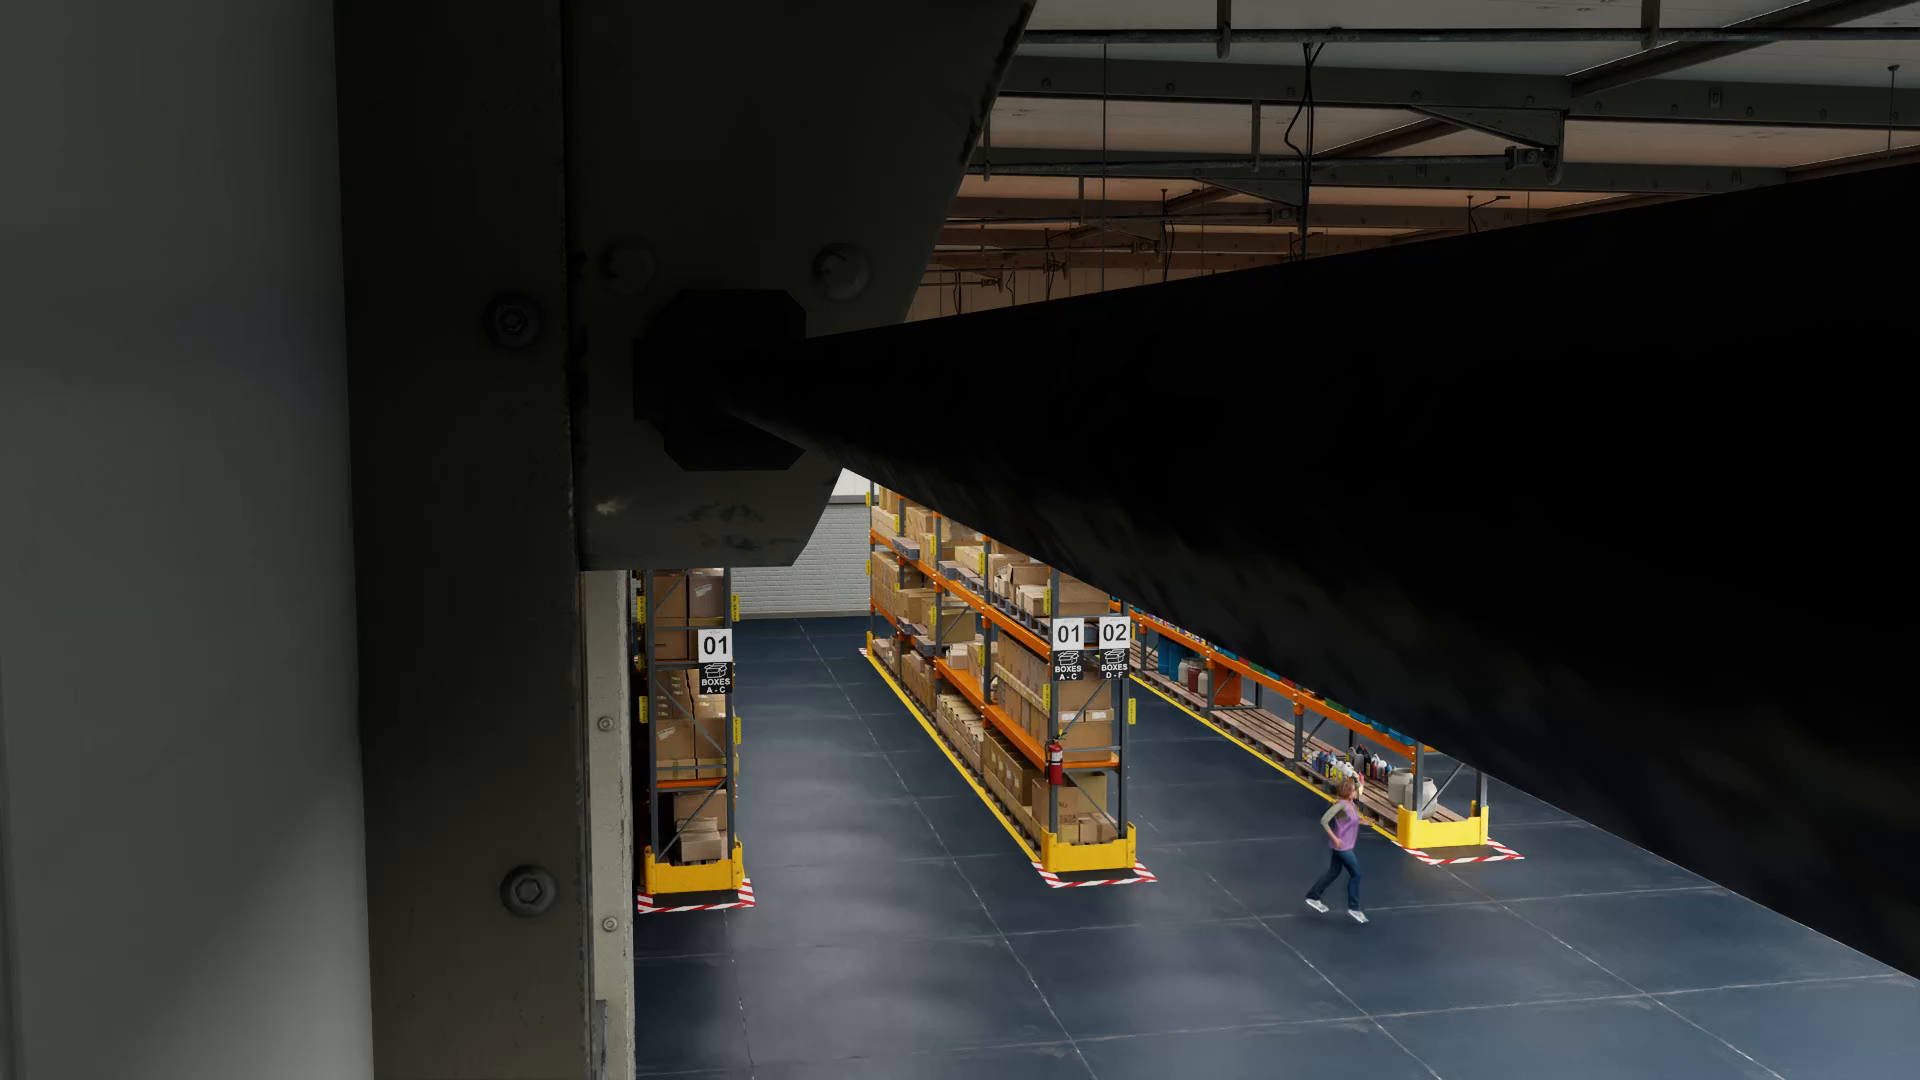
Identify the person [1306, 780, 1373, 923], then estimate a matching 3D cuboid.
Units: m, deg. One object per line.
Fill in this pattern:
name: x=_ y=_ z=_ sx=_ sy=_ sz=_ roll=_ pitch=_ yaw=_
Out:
person: x=4.352 y=3.552 z=19.078 sx=0.730 sy=1.644 sz=0.513 roll=2 pitch=6 yaw=18
